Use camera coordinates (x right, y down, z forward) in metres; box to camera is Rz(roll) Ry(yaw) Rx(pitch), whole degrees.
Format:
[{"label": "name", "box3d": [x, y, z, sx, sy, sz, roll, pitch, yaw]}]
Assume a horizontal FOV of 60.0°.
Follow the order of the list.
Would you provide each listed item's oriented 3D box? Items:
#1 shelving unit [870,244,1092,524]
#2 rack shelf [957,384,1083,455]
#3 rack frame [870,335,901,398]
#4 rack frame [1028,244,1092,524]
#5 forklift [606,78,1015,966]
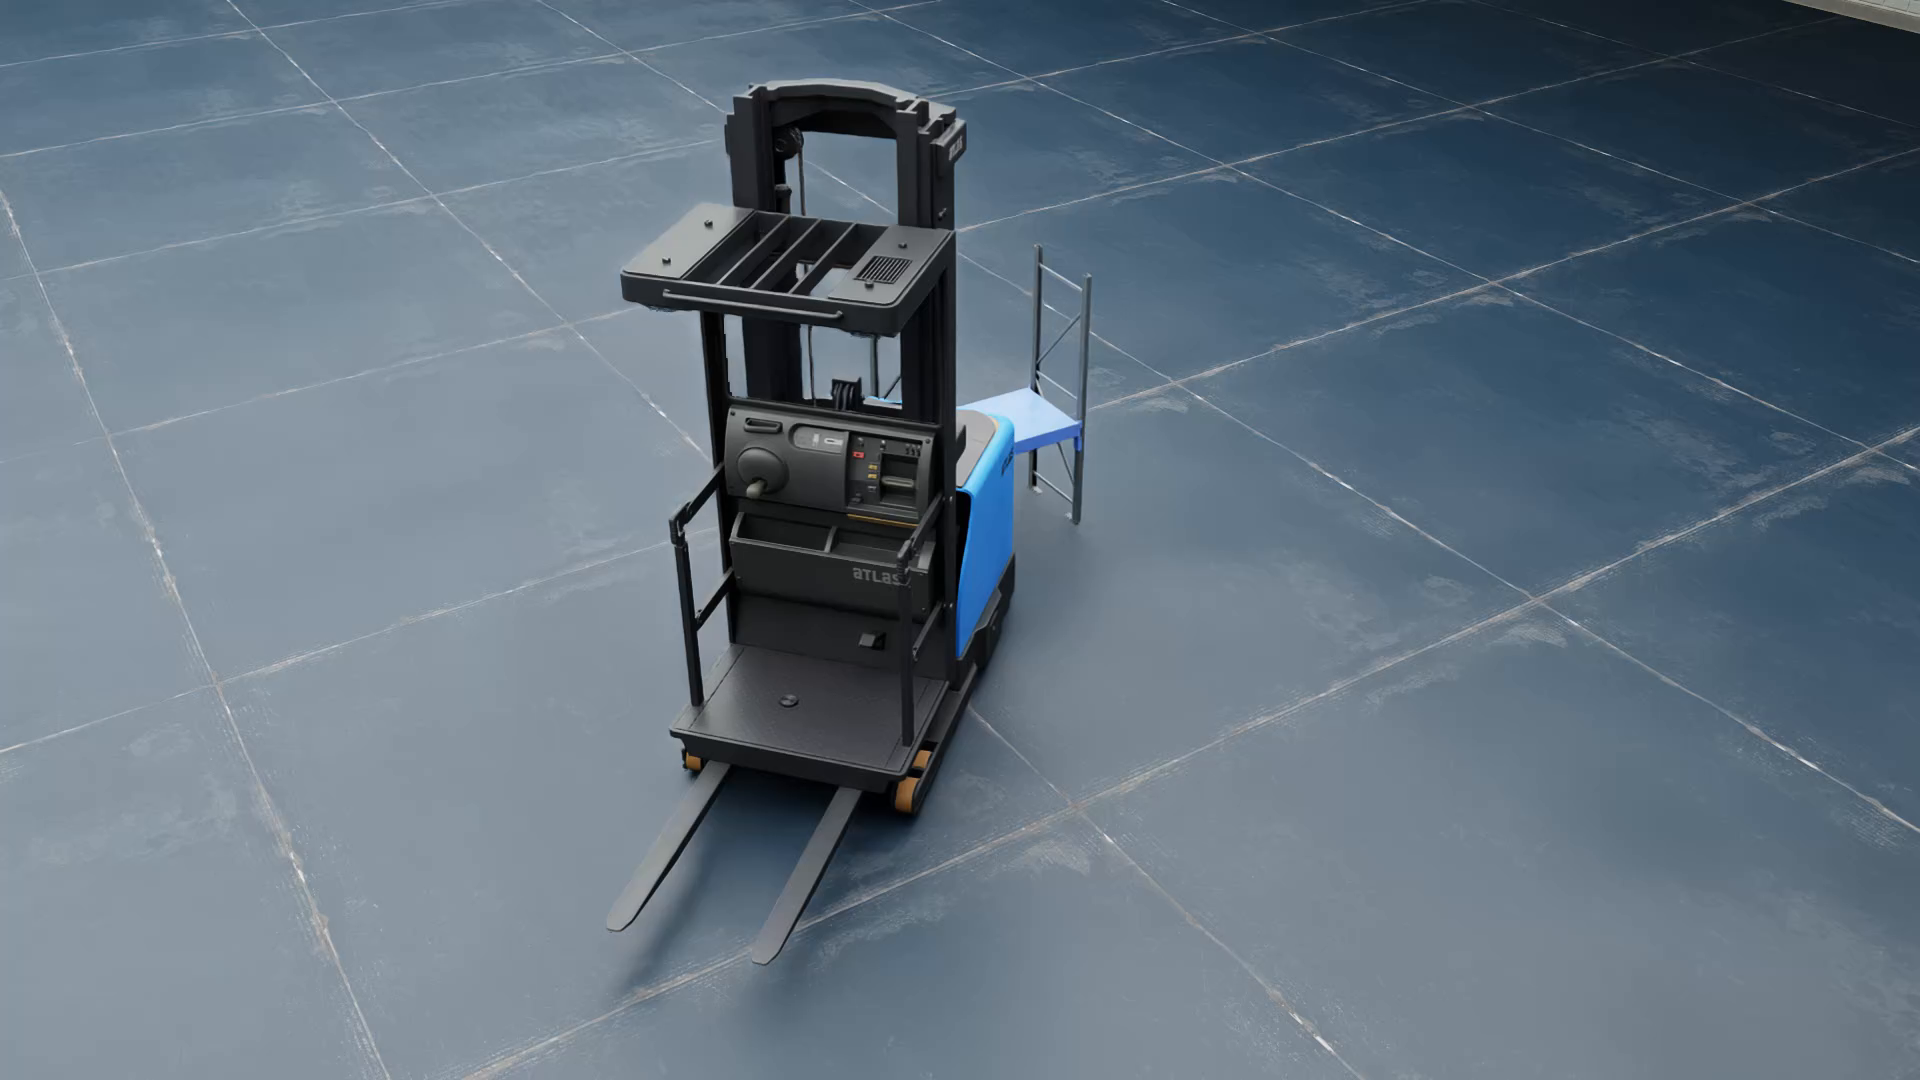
[{"label": "shelving unit", "box3d": [0.106, -0.701, 8.956, 1.048, 1.500, 0.538, -18, 36, -26]}, {"label": "rack shelf", "box3d": [0.106, -0.549, 9.052, 1.000, 0.185, 0.538, -18, 36, -26]}, {"label": "rack frame", "box3d": [-0.329, -0.561, 8.734, 0.032, 1.500, 0.500, -18, 36, -26]}, {"label": "rack frame", "box3d": [0.541, -0.842, 9.178, 0.032, 1.500, 0.500, -18, 36, -26]}, {"label": "forklift", "box3d": [-0.623, -0.269, 6.929, 1.130, 2.935, 3.031, 9, 33, 14]}]
